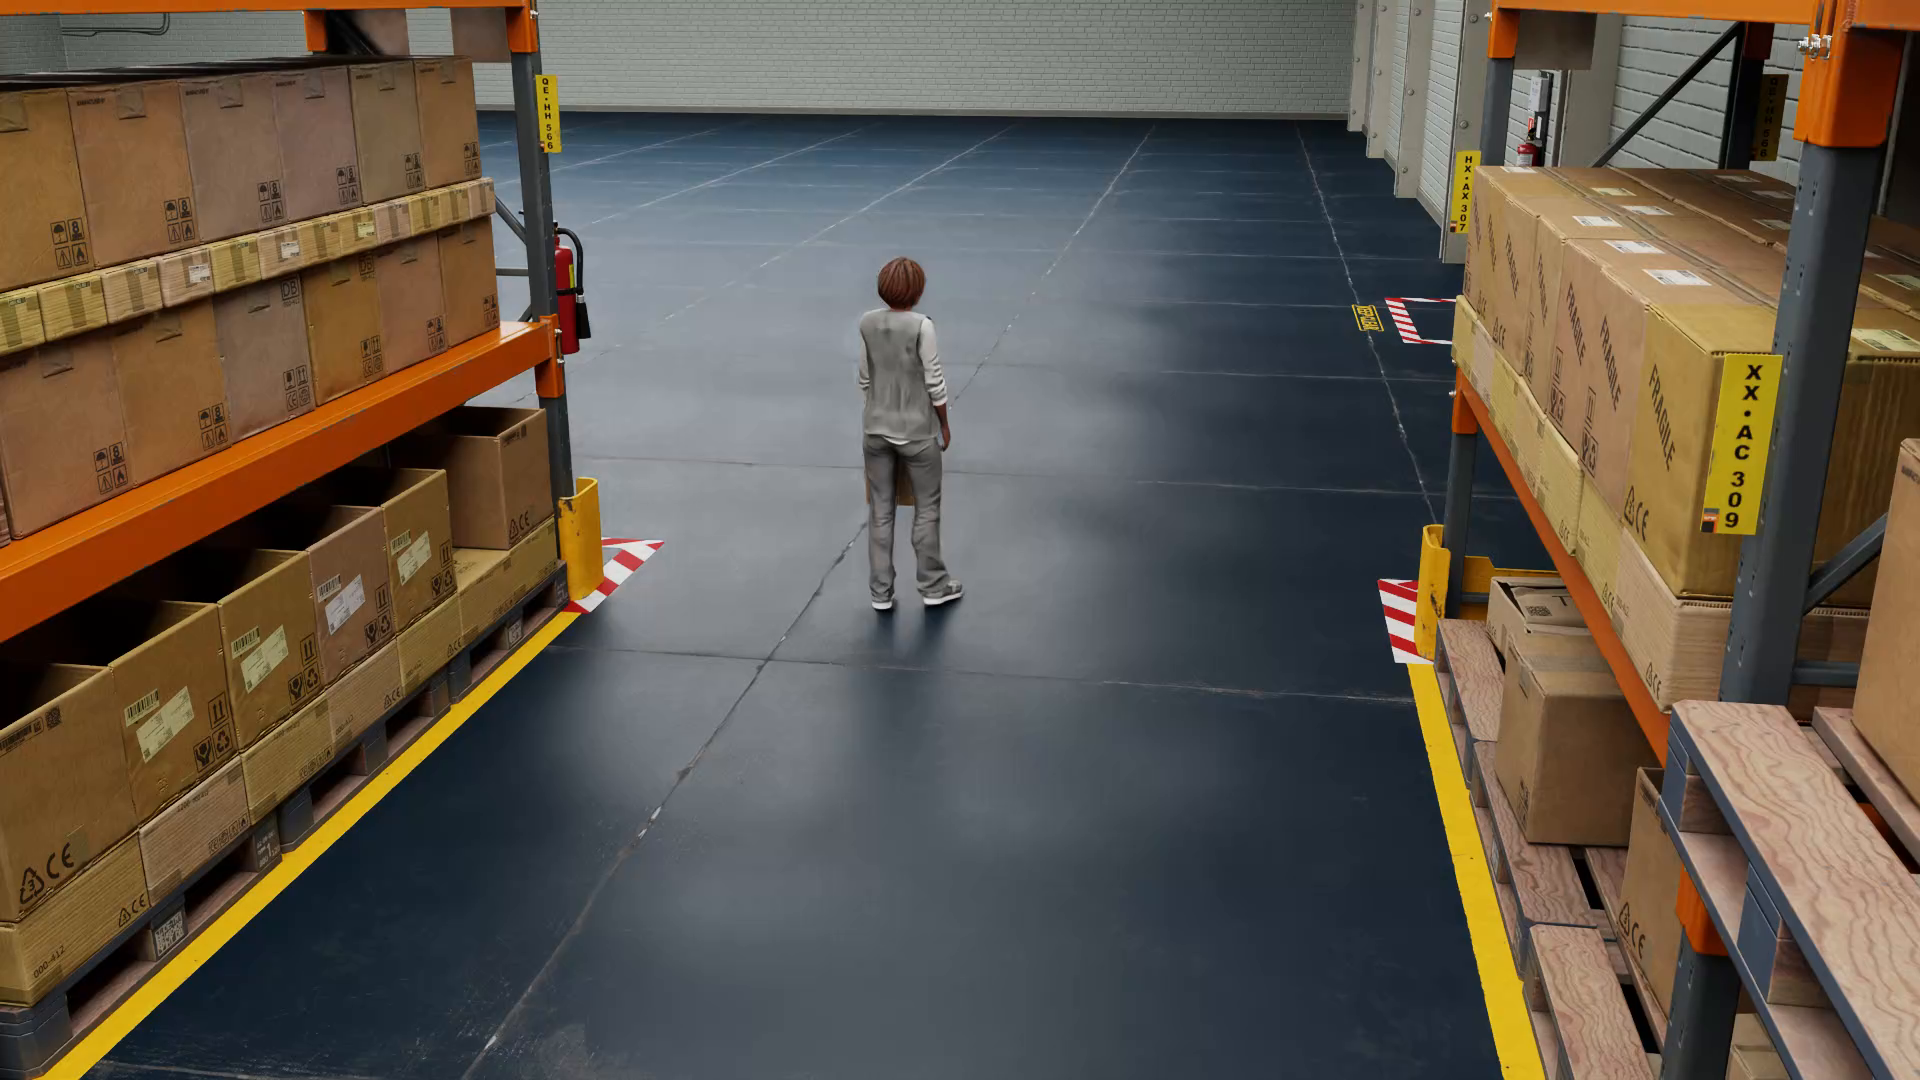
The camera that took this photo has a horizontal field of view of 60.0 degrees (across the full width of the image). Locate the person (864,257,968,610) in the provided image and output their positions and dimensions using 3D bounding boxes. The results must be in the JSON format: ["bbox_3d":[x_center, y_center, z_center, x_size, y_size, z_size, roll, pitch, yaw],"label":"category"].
[{"bbox_3d":[-0.229,-0.473,7.492,0.437,1.604,0.495,9,20,26],"label":"person"}]
